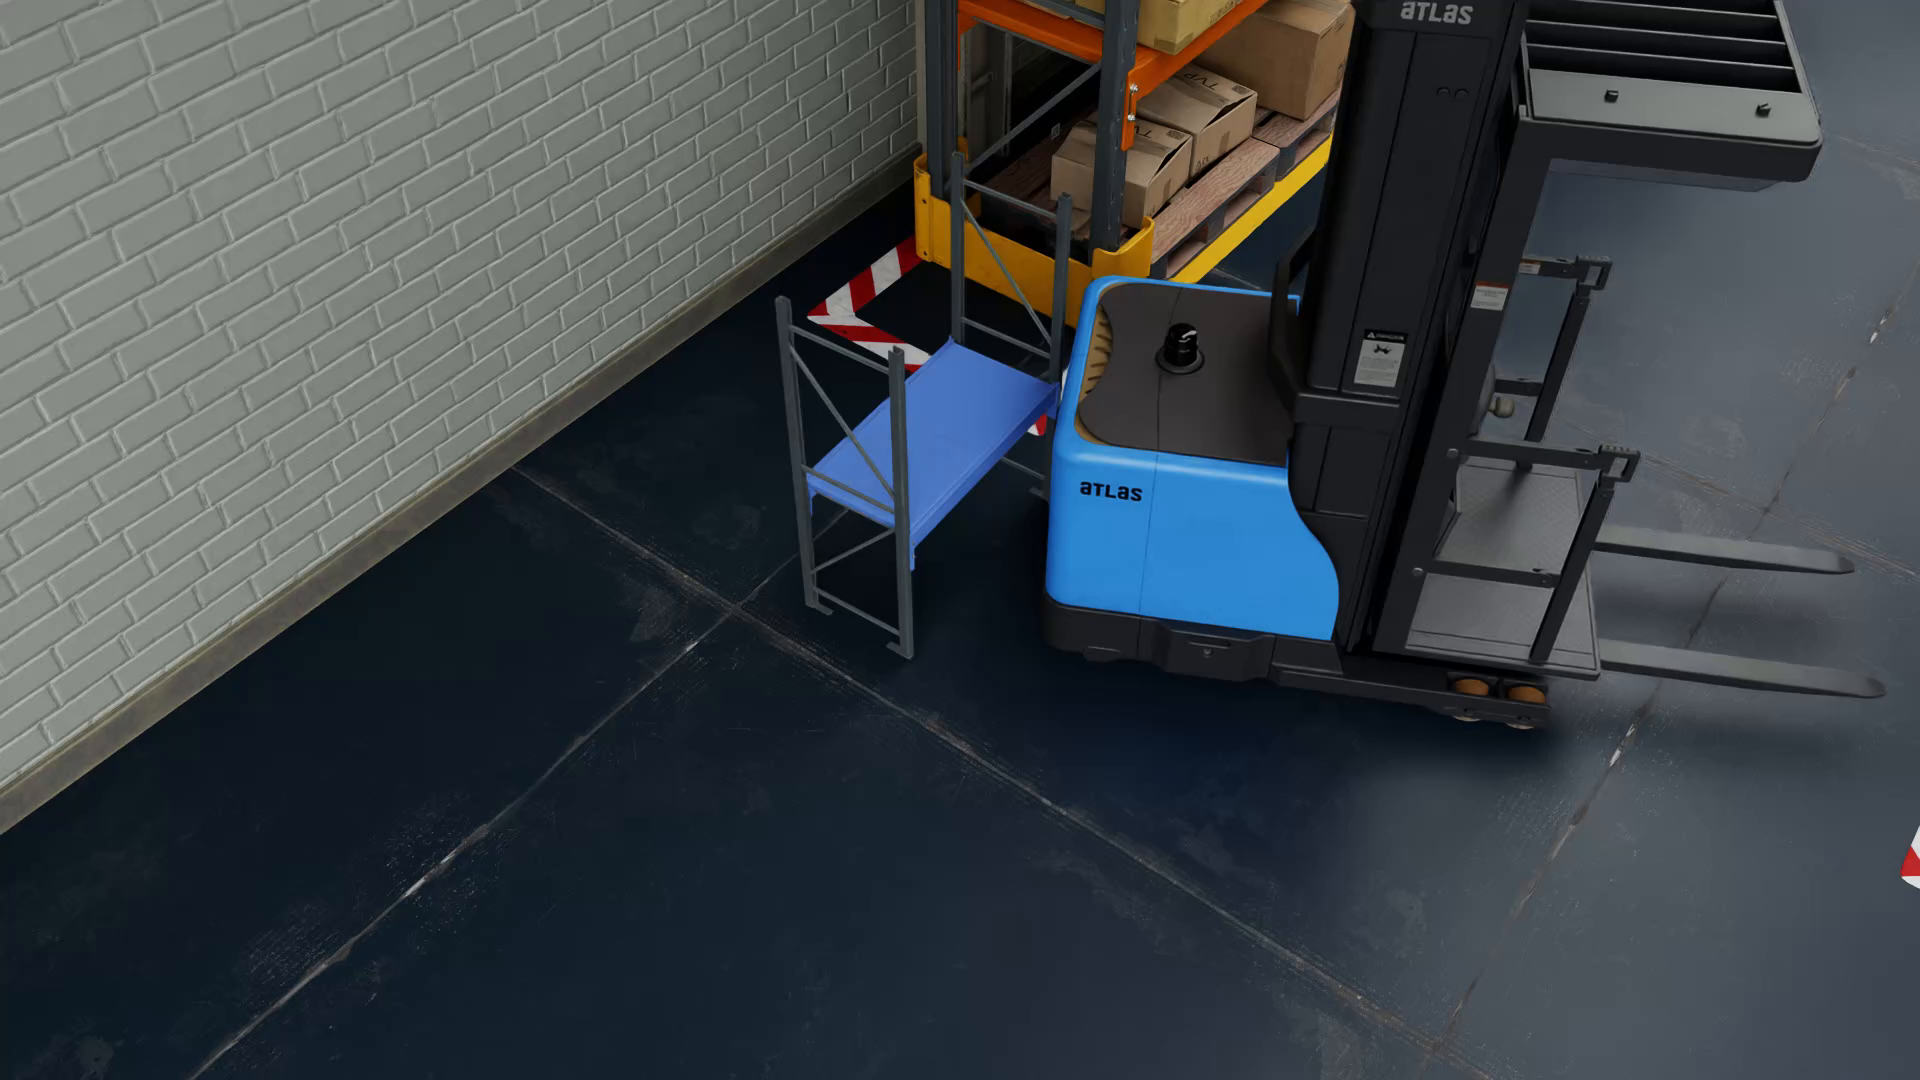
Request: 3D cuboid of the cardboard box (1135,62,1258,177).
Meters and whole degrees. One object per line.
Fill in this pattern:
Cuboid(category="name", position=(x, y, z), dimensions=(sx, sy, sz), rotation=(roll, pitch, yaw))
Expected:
Cuboid(category="cardboard box", position=(1.122, -2.135, 8.270), dimensions=(0.500, 0.311, 0.500), rotation=(34, 55, 28))

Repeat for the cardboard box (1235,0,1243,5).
Cuboid(category="cardboard box", position=(1.135, -2.626, 7.274), dimensions=(0.500, 0.250, 0.500), rotation=(28, 52, 24))

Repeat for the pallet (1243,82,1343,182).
Cuboid(category="pallet", position=(1.596, -2.454, 8.948), dimensions=(1.003, 0.211, 1.213), rotation=(29, 53, 25))

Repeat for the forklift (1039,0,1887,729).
Cuboid(category="forklift", position=(1.868, -0.740, 5.430), dimensions=(3.031, 2.935, 1.130), rotation=(7, 47, 7))

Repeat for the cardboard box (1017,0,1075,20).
Cuboid(category="cardboard box", position=(0.411, -2.537, 7.189), dimensions=(0.500, 0.250, 0.500), rotation=(30, 53, 25))

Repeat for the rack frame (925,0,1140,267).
Cuboid(category="rack frame", position=(0.279, -2.229, 6.805), dimensions=(1.000, 3.000, 0.127), rotation=(29, 53, 25))

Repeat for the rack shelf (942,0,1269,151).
Cuboid(category="rack shelf", position=(1.502, -3.125, 8.158), dimensions=(1.077, 0.370, 4.000), rotation=(29, 53, 25))

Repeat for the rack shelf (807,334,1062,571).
Cuboid(category="rack shelf", position=(-0.105, -0.353, 6.299), dimensions=(0.538, 0.185, 1.000), rotation=(26, 52, 23))

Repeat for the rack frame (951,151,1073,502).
Cuboid(category="rack frame", position=(0.181, -0.782, 6.459), dimensions=(0.500, 1.500, 0.032), rotation=(26, 52, 23))

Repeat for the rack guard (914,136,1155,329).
Cuboid(category="rack guard", position=(0.325, -1.409, 7.750), dimensions=(1.175, 0.500, 0.348), rotation=(29, 53, 25))

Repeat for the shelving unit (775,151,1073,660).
Cuboid(category="shelving unit", position=(-0.105, -0.478, 6.169), dimensions=(0.538, 1.500, 1.048), rotation=(26, 52, 23))

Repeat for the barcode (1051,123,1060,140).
Cuboid(category="barcode", position=(0.468, -1.999, 8.134), dimensions=(0.001, 0.075, 0.075), rotation=(29, 53, 25))

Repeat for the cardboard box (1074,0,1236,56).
Cuboid(category="cardboard box", position=(0.828, -2.323, 6.985), dimensions=(0.500, 0.250, 0.500), rotation=(28, 52, 24))

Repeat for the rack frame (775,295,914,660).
Cuboid(category="rack frame", position=(-0.390, -0.173, 5.878), dimensions=(0.500, 1.500, 0.032), rotation=(26, 52, 23))

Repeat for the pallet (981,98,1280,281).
Cuboid(category="pallet", position=(0.850, -1.759, 8.284), dimensions=(1.003, 0.211, 1.213), rotation=(29, 53, 25))

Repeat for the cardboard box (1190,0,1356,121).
Cuboid(category="cardboard box", position=(1.610, -2.598, 8.581), dimensions=(0.700, 0.500, 0.500), rotation=(26, 52, 23))

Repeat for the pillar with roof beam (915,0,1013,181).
Cuboid(category="pillar with roof beam", position=(3.429, -3.181, 3.565), dimensions=(9.100, 9.000, 0.400), rotation=(29, 53, 25))

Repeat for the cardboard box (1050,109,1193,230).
Cuboid(category="cardboard box", position=(0.773, -1.808, 7.958), dimensions=(0.500, 0.311, 0.500), rotation=(24, 51, 21))
